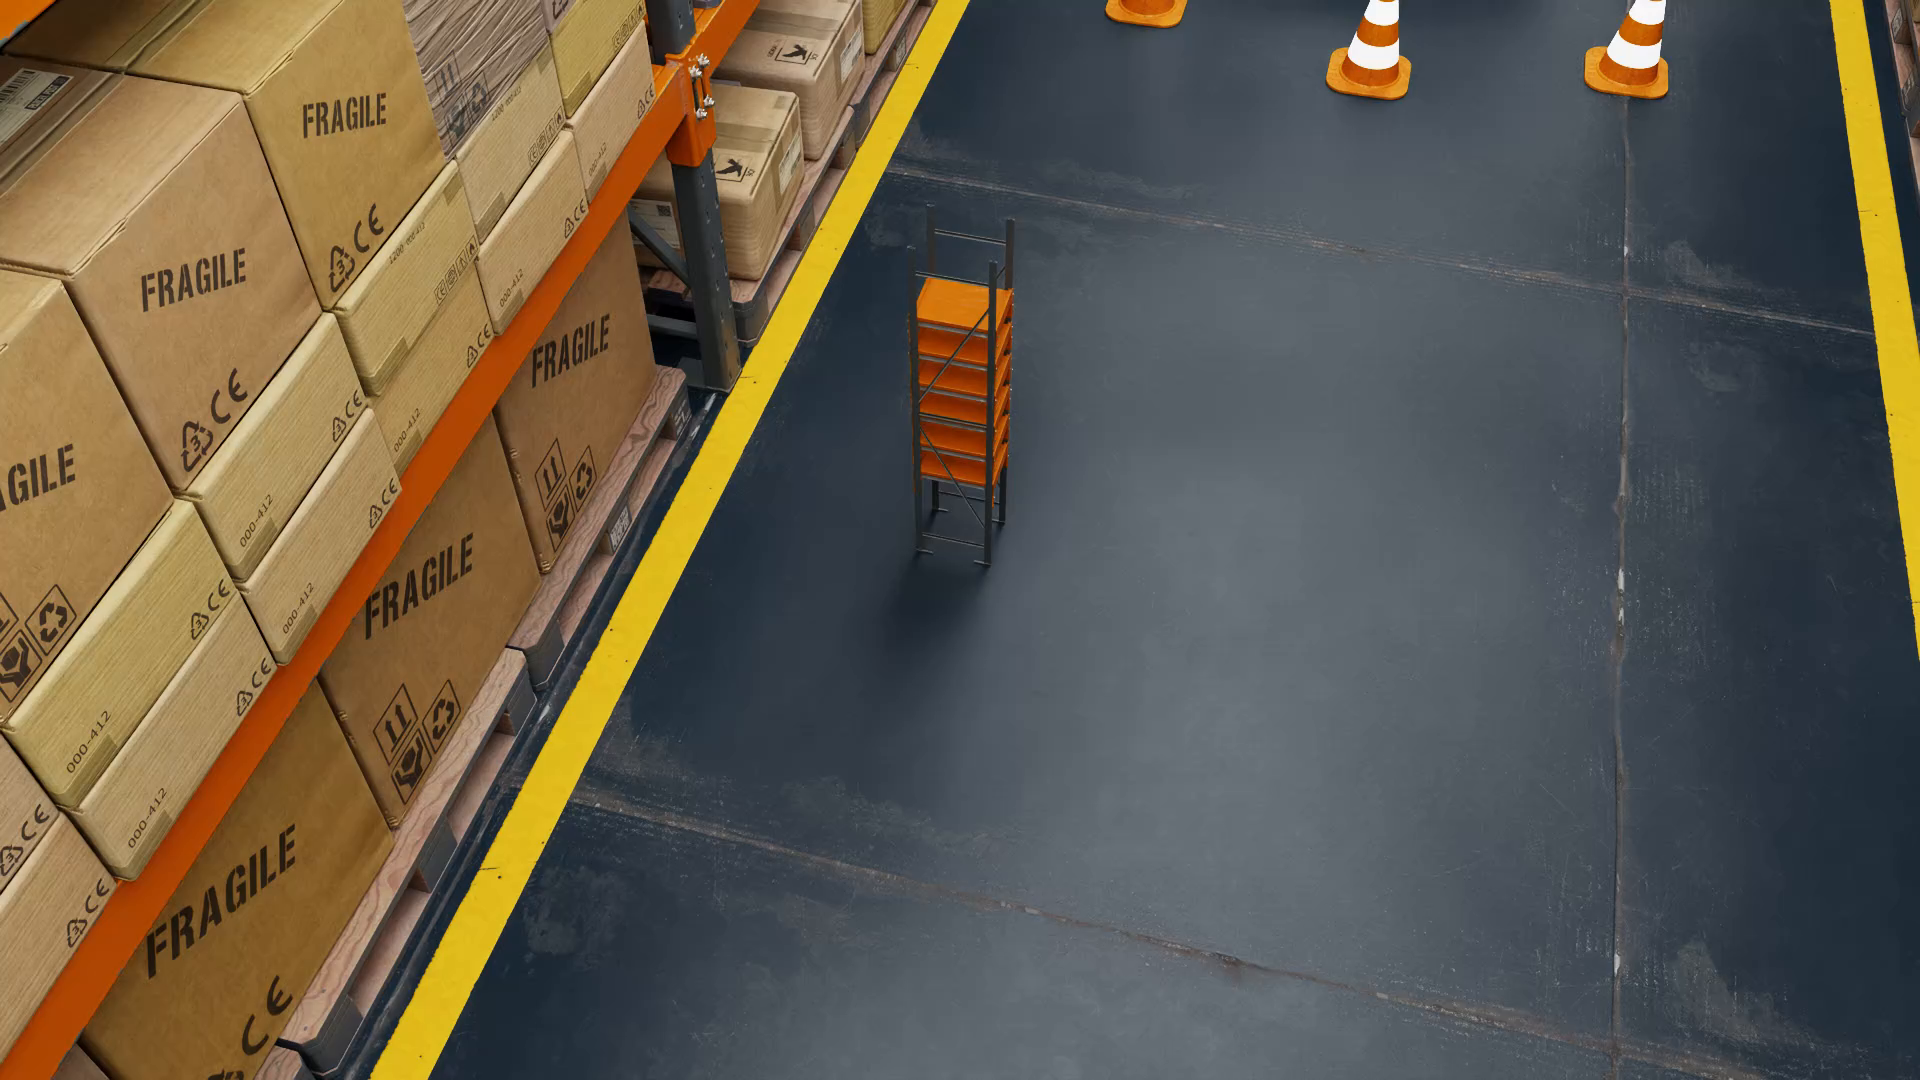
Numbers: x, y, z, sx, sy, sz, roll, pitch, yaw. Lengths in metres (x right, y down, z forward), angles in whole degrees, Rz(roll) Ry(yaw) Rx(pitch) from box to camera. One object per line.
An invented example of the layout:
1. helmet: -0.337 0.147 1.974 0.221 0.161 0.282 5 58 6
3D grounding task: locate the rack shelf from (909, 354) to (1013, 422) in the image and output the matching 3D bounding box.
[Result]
1. rack shelf: 0.004 -0.458 4.753 0.258 0.103 0.180 12 50 10

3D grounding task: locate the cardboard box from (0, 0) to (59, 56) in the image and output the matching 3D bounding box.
1. cardboard box: -1.891 -0.954 3.358 0.500 0.500 0.500 13 50 11

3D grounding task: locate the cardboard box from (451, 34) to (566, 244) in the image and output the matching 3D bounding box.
1. cardboard box: -1.267 -0.974 3.876 0.500 0.250 0.500 10 49 9

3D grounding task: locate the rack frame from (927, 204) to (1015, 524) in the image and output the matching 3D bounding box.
1. rack frame: 0.028 -0.474 4.868 0.240 1.200 0.006 12 50 10

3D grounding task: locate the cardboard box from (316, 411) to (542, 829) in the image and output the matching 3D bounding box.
1. cardboard box: -1.754 0.061 4.332 0.875 0.875 0.875 12 50 10

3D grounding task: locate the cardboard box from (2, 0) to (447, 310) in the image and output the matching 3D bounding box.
1. cardboard box: -1.401 -0.838 3.255 0.500 0.500 0.500 12 50 10

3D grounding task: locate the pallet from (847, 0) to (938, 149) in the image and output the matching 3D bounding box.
1. pallet: -0.723 -2.152 7.009 1.003 0.211 1.213 12 50 10

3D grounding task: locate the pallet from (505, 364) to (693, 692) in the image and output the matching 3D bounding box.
1. pallet: -1.533 -0.152 5.244 1.003 0.211 1.213 12 50 10

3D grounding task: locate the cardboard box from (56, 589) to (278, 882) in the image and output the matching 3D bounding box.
1. cardboard box: -1.650 0.304 3.081 0.500 0.250 0.500 11 50 10

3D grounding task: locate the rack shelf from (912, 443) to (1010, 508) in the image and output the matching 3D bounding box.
1. rack shelf: 0.004 -0.219 5.023 0.258 0.103 0.180 12 50 10

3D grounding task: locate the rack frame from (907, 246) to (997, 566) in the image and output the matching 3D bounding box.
1. rack frame: -0.020 -0.341 4.751 0.240 1.200 0.006 12 50 10

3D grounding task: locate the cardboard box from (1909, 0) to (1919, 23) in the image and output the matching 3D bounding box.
1. cardboard box: 4.525 -2.548 6.718 1.050 0.750 0.750 11 50 10

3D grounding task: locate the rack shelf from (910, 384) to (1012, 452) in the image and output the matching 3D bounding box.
1. rack shelf: 0.004 -0.378 4.843 0.258 0.103 0.180 12 50 10

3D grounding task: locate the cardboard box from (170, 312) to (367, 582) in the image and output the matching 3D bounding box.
1. cardboard box: -1.518 -0.224 3.214 0.500 0.250 0.500 10 49 9

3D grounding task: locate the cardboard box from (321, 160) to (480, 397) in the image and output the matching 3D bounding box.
1. cardboard box: -1.382 -0.600 3.545 0.500 0.250 0.500 10 49 9

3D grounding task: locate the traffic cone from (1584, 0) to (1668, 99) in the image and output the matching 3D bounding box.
1. traffic cone: 2.792 -2.108 6.802 0.336 0.463 0.334 12 50 10

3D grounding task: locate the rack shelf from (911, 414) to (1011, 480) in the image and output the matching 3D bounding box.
1. rack shelf: 0.004 -0.299 4.933 0.258 0.103 0.180 12 50 10

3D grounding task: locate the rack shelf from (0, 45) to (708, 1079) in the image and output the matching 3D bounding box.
1. rack shelf: -1.779 0.054 3.681 1.077 0.370 4.000 12 50 10

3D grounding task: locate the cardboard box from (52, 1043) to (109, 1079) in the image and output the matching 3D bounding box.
1. cardboard box: -2.220 1.363 3.184 0.875 0.875 0.875 13 50 11

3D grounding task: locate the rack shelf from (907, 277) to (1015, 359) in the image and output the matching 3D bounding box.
1. rack shelf: 0.004 -0.616 4.573 0.258 0.103 0.180 12 50 10

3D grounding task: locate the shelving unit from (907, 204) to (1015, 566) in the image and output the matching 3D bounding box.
1. shelving unit: 0.004 -0.407 4.809 0.258 1.200 0.189 12 50 10

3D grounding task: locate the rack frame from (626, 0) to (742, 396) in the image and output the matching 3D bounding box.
1. rack frame: -1.253 -1.630 4.688 1.000 3.000 0.127 12 50 10

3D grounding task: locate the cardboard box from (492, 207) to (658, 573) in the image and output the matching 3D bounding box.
1. cardboard box: -1.515 -0.583 4.901 0.875 0.875 0.875 11 50 10

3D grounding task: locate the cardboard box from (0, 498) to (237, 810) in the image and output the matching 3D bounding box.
1. cardboard box: -1.649 0.142 2.891 0.500 0.250 0.500 12 50 11

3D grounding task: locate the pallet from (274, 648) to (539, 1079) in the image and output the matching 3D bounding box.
1. pallet: -1.856 0.727 4.467 1.003 0.211 1.213 12 50 10

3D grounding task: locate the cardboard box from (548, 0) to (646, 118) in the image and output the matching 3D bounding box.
1. cardboard box: -1.135 -1.346 4.204 0.500 0.250 0.500 11 50 10

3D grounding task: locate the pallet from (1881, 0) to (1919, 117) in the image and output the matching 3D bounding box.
1. pallet: 4.471 -2.124 6.984 1.003 0.211 1.213 12 50 10

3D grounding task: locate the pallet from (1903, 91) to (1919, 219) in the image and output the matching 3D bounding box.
1. pallet: 4.152 -1.239 6.203 1.003 0.211 1.213 12 50 10

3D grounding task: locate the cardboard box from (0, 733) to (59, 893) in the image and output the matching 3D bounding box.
1. cardboard box: -1.808 0.502 2.573 0.500 0.250 0.500 12 50 11

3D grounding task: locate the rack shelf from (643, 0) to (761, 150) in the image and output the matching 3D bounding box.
1. rack shelf: -0.727 -2.839 6.235 1.077 0.370 4.000 12 50 10

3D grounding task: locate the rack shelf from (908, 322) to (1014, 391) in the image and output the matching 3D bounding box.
1. rack shelf: 0.004 -0.537 4.663 0.258 0.103 0.180 12 50 10

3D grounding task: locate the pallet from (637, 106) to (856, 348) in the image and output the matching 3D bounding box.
1. pallet: -1.046 -1.273 6.232 1.003 0.211 1.213 12 50 10

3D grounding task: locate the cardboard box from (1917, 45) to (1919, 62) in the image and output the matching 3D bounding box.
1. cardboard box: 4.268 -1.851 6.103 1.050 0.750 0.750 12 50 10

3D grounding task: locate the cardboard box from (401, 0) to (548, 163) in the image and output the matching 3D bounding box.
1. cardboard box: -1.264 -1.196 3.571 0.500 0.500 0.500 12 50 11

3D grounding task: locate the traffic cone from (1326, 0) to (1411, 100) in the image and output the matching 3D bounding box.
1. traffic cone: 1.712 -2.104 6.798 0.336 0.463 0.334 12 50 10

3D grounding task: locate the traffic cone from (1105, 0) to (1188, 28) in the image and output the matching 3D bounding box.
1. traffic cone: 0.824 -2.511 7.158 0.336 0.463 0.334 12 50 10

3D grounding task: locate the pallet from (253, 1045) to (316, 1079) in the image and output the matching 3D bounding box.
1. pallet: -2.175 1.613 3.686 1.003 0.211 1.213 12 50 10

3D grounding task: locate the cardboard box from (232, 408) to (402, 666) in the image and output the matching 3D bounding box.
1. cardboard box: -1.510 -0.056 3.398 0.500 0.250 0.500 11 49 9

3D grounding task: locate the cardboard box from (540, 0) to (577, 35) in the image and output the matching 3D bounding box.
1. cardboard box: -1.137 -1.569 3.900 0.500 0.500 0.500 10 49 9

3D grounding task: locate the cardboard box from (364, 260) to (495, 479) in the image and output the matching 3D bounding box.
1. cardboard box: -1.403 -0.430 3.729 0.500 0.250 0.500 11 50 10

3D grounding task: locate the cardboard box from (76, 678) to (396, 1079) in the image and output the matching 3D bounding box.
1. cardboard box: -1.990 0.708 3.762 0.875 0.875 0.875 13 50 11

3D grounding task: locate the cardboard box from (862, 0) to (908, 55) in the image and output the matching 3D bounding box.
1. cardboard box: -0.703 -2.389 6.831 0.950 0.372 0.625 13 50 11

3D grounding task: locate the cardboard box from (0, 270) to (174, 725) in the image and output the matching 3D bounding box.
1. cardboard box: -1.671 -0.098 2.603 0.500 0.500 0.500 10 49 9

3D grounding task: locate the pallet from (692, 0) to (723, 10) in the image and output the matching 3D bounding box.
1. pallet: -1.168 -2.103 5.234 1.213 0.211 1.003 12 50 10

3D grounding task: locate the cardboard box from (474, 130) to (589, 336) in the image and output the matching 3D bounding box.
1. cardboard box: -1.255 -0.791 4.048 0.500 0.250 0.500 12 50 11

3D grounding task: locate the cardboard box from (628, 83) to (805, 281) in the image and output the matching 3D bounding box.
1. cardboard box: -1.095 -1.307 5.875 0.950 0.372 0.625 9 49 7

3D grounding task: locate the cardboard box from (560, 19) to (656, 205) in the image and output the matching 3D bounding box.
1. cardboard box: -1.136 -1.164 4.376 0.500 0.250 0.500 10 49 9

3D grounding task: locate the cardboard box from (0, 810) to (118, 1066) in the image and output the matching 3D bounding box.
1. cardboard box: -1.801 0.672 2.756 0.500 0.250 0.500 10 49 9

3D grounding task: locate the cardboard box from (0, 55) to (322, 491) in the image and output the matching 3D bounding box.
1. cardboard box: -1.541 -0.473 2.934 0.500 0.500 0.500 11 49 9

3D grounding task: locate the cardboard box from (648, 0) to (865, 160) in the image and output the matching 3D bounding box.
1. cardboard box: -0.908 -1.842 6.347 0.950 0.372 0.625 11 49 9
